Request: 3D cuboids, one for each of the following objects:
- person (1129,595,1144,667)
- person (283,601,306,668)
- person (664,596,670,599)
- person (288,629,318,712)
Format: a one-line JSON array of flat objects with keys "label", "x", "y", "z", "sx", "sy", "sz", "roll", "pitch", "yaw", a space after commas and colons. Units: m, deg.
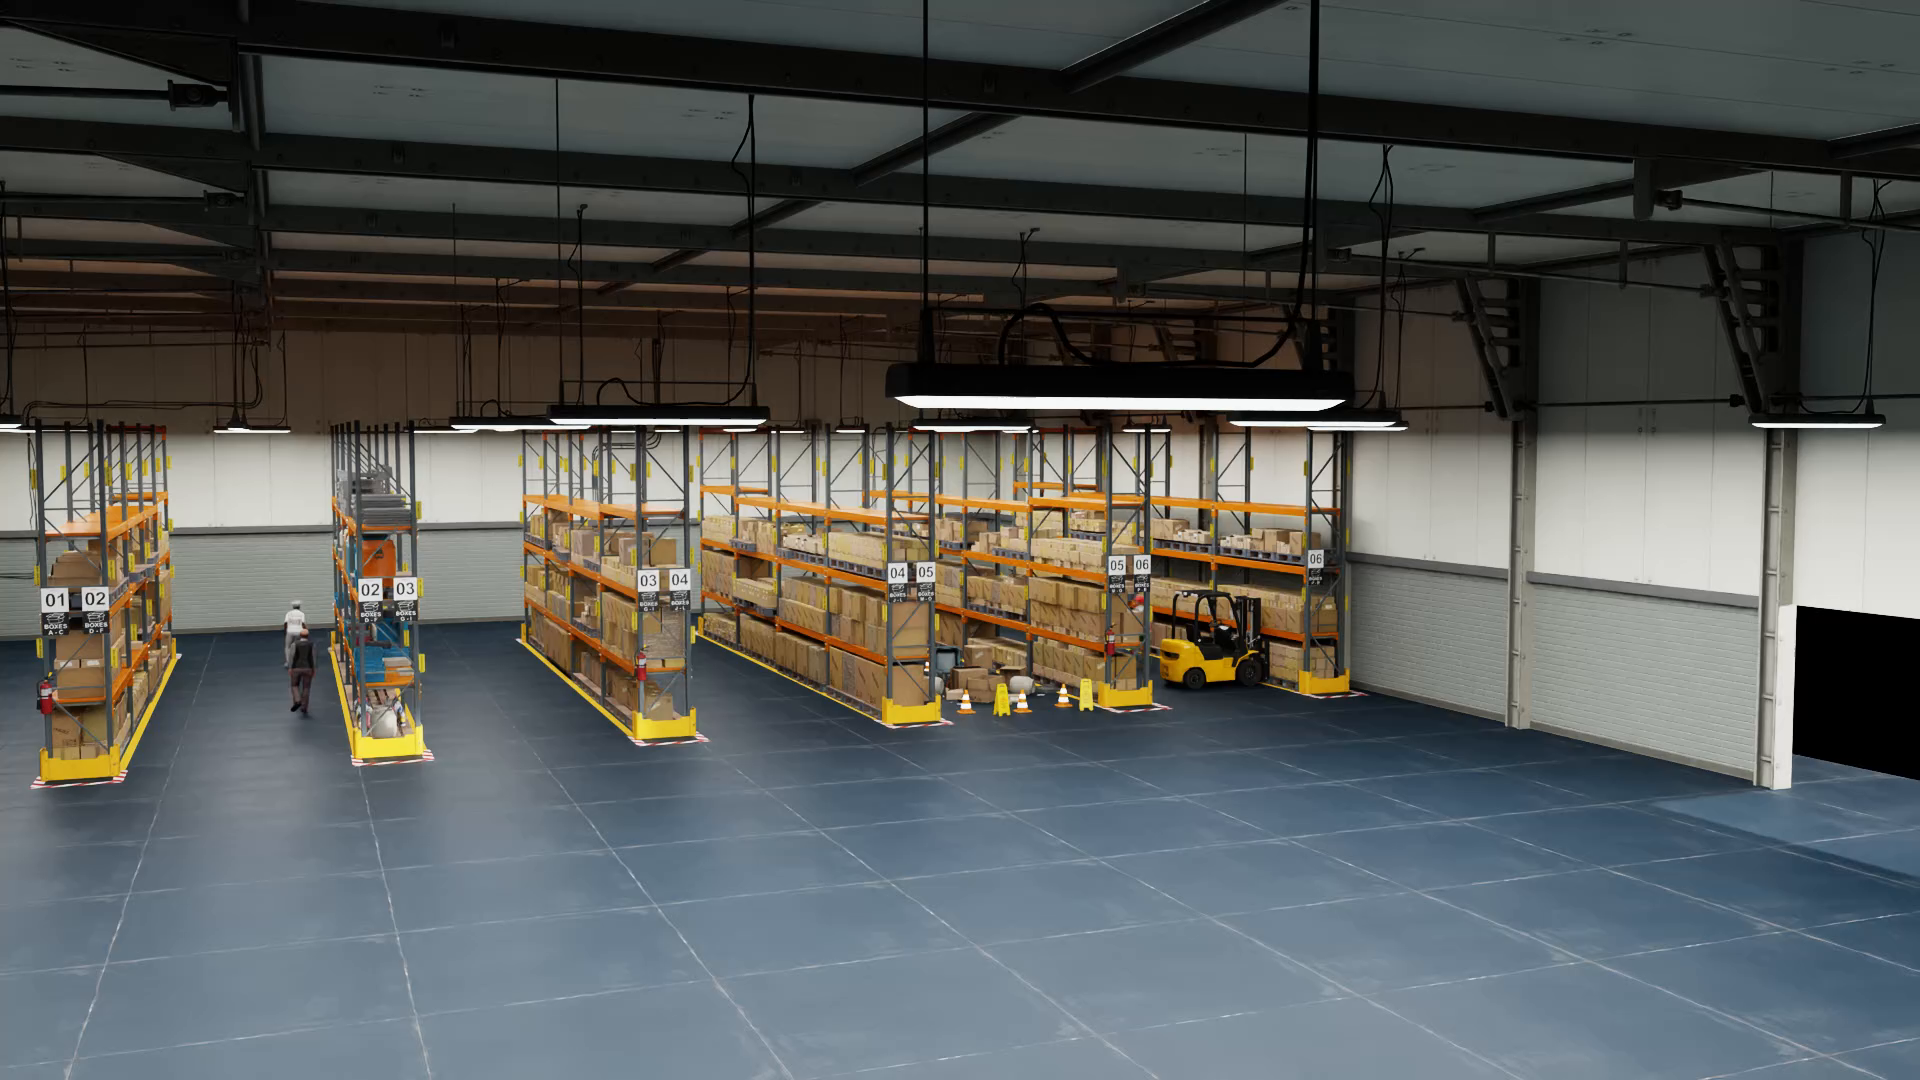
[{"label": "person", "x": 4.442, "y": 2.275, "z": 41.054, "sx": 0.558, "sy": 1.808, "sz": 0.542, "roll": -2, "pitch": 4, "yaw": -33}, {"label": "person", "x": -16.414, "y": 2.343, "z": 40.986, "sx": 0.533, "sy": 1.647, "sz": 0.662, "roll": -1, "pitch": 4, "yaw": -19}, {"label": "person", "x": -8.472, "y": 1.972, "z": 47.477, "sx": 0.701, "sy": 1.590, "sz": 0.665, "roll": -1, "pitch": 4, "yaw": -11}, {"label": "person", "x": -13.596, "y": 2.713, "z": 34.425, "sx": 0.565, "sy": 1.699, "sz": 0.460, "roll": -1, "pitch": 4, "yaw": -21}]
